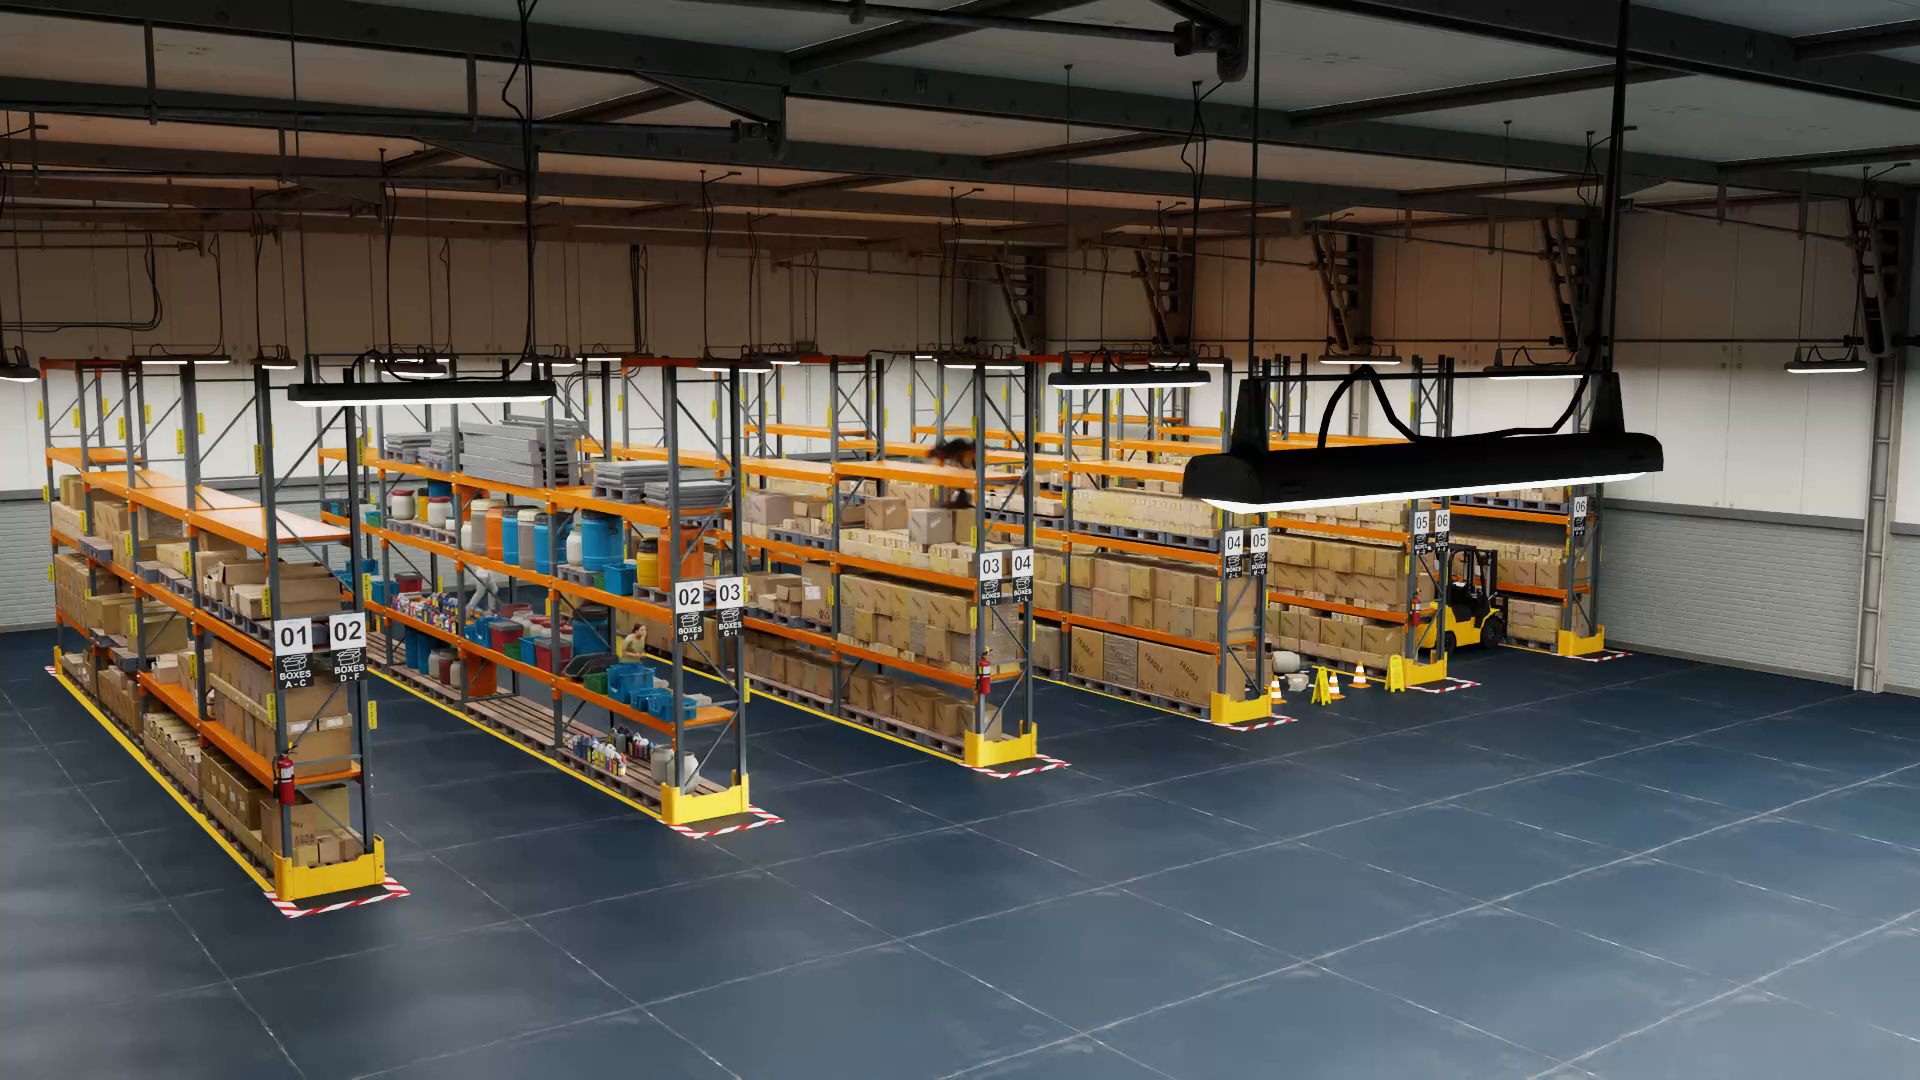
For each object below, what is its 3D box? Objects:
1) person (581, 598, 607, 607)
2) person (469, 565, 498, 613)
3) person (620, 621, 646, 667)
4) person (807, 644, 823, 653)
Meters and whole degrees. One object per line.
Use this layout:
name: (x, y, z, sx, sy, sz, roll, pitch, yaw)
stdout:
person: (-7.050, 1.611, 32.333, 0.710, 1.712, 0.712, 5, 9, 37)
person: (-10.907, 0.886, 38.125, 0.872, 1.846, 0.647, -2, 7, -16)
person: (-5.662, 2.156, 28.456, 0.946, 1.626, 0.614, 6, 9, 42)
person: (-2.740, 1.645, 32.995, 0.590, 1.437, 1.062, -4, 8, -28)
